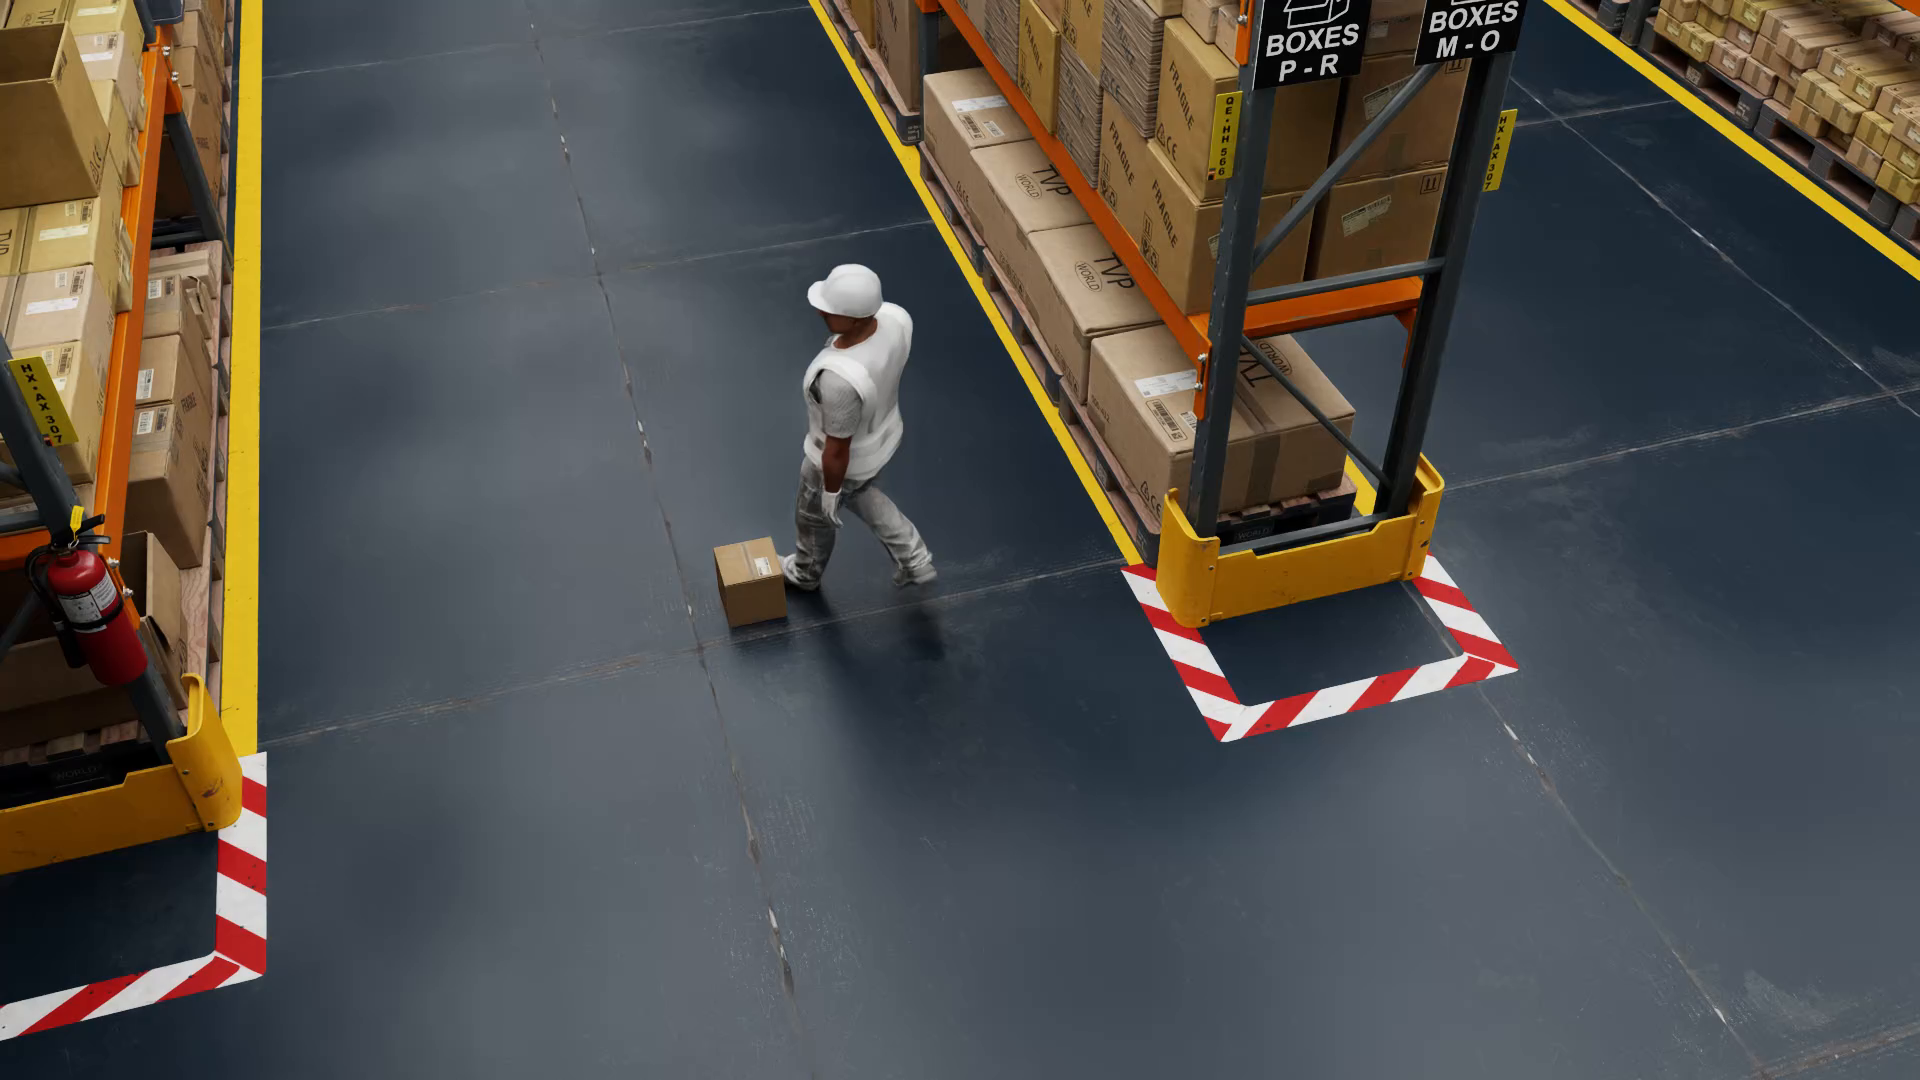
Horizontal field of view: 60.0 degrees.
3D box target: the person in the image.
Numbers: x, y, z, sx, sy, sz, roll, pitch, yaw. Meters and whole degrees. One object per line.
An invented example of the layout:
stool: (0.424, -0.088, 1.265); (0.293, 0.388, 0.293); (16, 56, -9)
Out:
person: (-0.495, -0.414, 6.628); (0.864, 1.748, 0.643); (19, 45, 20)
